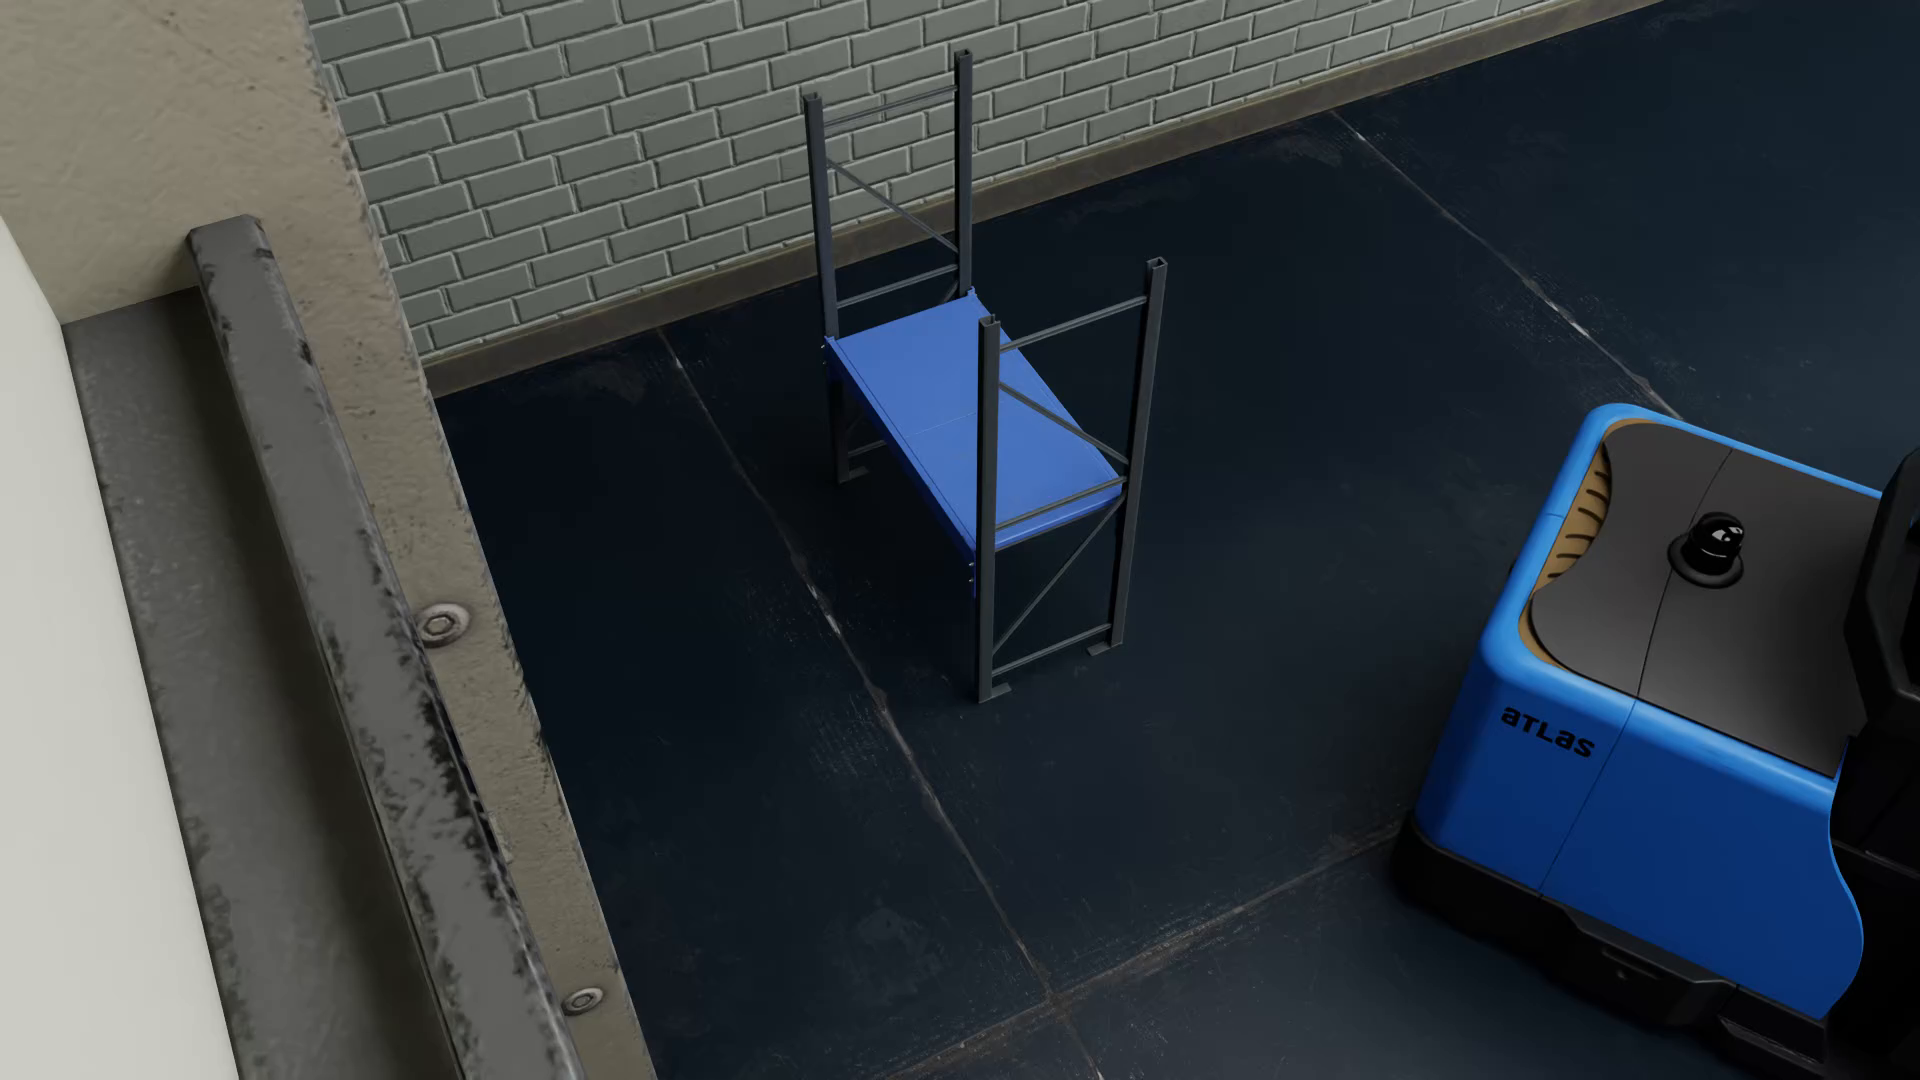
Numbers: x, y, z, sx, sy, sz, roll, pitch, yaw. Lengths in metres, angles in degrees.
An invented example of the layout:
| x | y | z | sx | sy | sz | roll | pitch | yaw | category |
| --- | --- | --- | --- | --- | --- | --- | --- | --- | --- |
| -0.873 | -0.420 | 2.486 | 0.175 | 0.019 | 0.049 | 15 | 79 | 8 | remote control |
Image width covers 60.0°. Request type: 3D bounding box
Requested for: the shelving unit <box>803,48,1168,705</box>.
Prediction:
| x | y | z | sx | sy | sz | roll | pitch | yaw | category |
| --- | --- | --- | --- | --- | --- | --- | --- | --- | --- |
| 0.039 | -0.437 | 4.803 | 0.538 | 1.500 | 1.048 | -21 | 52 | -18 | shelving unit |

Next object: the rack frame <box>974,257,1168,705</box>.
| x | y | z | sx | sy | sz | roll | pitch | yaw | category |
| --- | --- | --- | --- | --- | --- | --- | --- | --- | --- |
| 0.272 | -0.096 | 4.505 | 0.500 | 1.500 | 0.032 | -21 | 52 | -18 | rack frame |

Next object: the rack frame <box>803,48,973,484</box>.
| x | y | z | sx | sy | sz | roll | pitch | yaw | category |
| --- | --- | --- | --- | --- | --- | --- | --- | --- | --- |
| -0.194 | -0.777 | 5.100 | 0.500 | 1.500 | 0.032 | -21 | 52 | -18 | rack frame |

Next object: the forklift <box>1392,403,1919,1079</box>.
| x | y | z | sx | sy | sz | roll | pitch | yaw | category |
| --- | --- | --- | --- | --- | --- | --- | --- | --- | --- |
| 2.714 | 0.235 | 3.265 | 3.031 | 2.935 | 1.130 | 24 | 53 | 19 | forklift |

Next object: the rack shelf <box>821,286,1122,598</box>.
| x | y | z | sx | sy | sz | roll | pitch | yaw | category |
| --- | --- | --- | --- | --- | --- | --- | --- | --- | --- |
| 0.039 | -0.318 | 4.938 | 0.538 | 0.185 | 1.000 | -21 | 52 | -18 | rack shelf |
